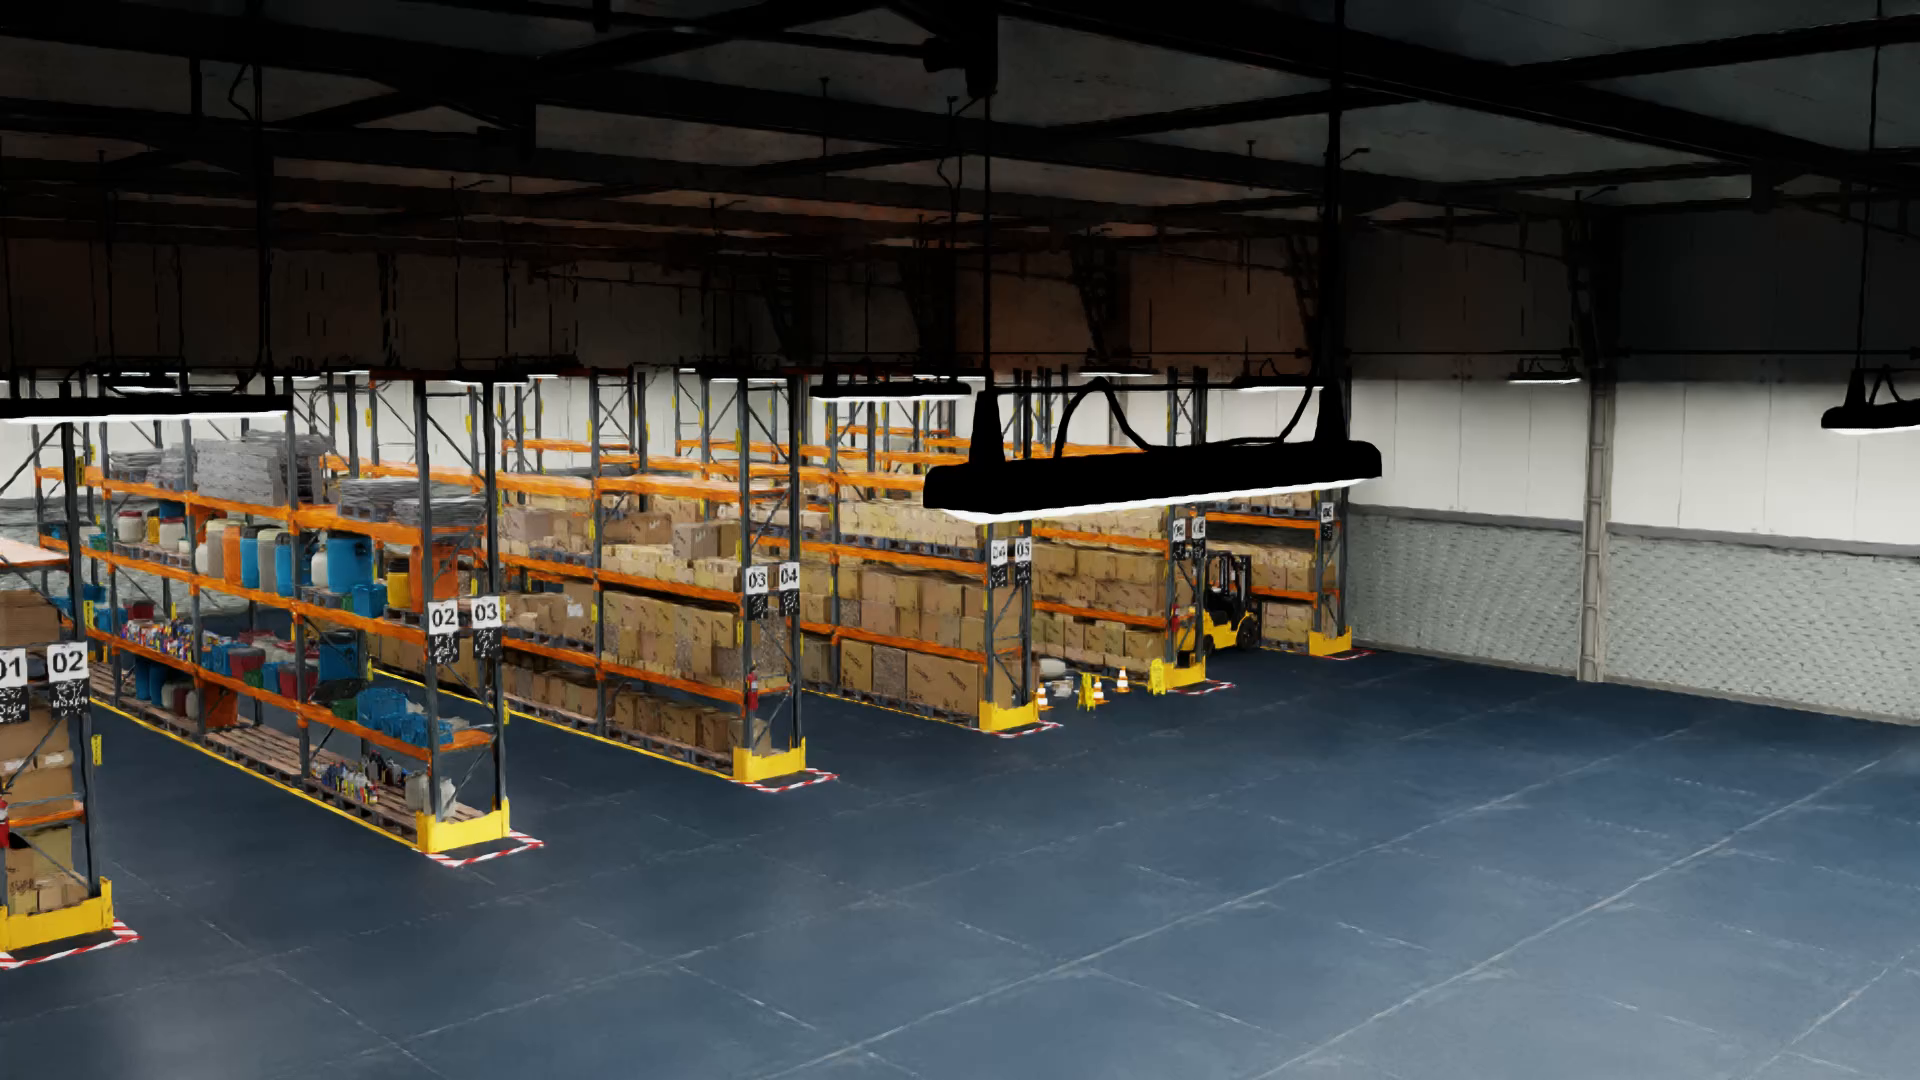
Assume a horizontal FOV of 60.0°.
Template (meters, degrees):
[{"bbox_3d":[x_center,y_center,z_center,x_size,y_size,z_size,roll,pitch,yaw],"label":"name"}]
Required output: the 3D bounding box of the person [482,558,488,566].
[{"bbox_3d":[-11.665,0.896,40.750,0.566,1.658,0.688,-1,6,-6],"label":"person"}]
